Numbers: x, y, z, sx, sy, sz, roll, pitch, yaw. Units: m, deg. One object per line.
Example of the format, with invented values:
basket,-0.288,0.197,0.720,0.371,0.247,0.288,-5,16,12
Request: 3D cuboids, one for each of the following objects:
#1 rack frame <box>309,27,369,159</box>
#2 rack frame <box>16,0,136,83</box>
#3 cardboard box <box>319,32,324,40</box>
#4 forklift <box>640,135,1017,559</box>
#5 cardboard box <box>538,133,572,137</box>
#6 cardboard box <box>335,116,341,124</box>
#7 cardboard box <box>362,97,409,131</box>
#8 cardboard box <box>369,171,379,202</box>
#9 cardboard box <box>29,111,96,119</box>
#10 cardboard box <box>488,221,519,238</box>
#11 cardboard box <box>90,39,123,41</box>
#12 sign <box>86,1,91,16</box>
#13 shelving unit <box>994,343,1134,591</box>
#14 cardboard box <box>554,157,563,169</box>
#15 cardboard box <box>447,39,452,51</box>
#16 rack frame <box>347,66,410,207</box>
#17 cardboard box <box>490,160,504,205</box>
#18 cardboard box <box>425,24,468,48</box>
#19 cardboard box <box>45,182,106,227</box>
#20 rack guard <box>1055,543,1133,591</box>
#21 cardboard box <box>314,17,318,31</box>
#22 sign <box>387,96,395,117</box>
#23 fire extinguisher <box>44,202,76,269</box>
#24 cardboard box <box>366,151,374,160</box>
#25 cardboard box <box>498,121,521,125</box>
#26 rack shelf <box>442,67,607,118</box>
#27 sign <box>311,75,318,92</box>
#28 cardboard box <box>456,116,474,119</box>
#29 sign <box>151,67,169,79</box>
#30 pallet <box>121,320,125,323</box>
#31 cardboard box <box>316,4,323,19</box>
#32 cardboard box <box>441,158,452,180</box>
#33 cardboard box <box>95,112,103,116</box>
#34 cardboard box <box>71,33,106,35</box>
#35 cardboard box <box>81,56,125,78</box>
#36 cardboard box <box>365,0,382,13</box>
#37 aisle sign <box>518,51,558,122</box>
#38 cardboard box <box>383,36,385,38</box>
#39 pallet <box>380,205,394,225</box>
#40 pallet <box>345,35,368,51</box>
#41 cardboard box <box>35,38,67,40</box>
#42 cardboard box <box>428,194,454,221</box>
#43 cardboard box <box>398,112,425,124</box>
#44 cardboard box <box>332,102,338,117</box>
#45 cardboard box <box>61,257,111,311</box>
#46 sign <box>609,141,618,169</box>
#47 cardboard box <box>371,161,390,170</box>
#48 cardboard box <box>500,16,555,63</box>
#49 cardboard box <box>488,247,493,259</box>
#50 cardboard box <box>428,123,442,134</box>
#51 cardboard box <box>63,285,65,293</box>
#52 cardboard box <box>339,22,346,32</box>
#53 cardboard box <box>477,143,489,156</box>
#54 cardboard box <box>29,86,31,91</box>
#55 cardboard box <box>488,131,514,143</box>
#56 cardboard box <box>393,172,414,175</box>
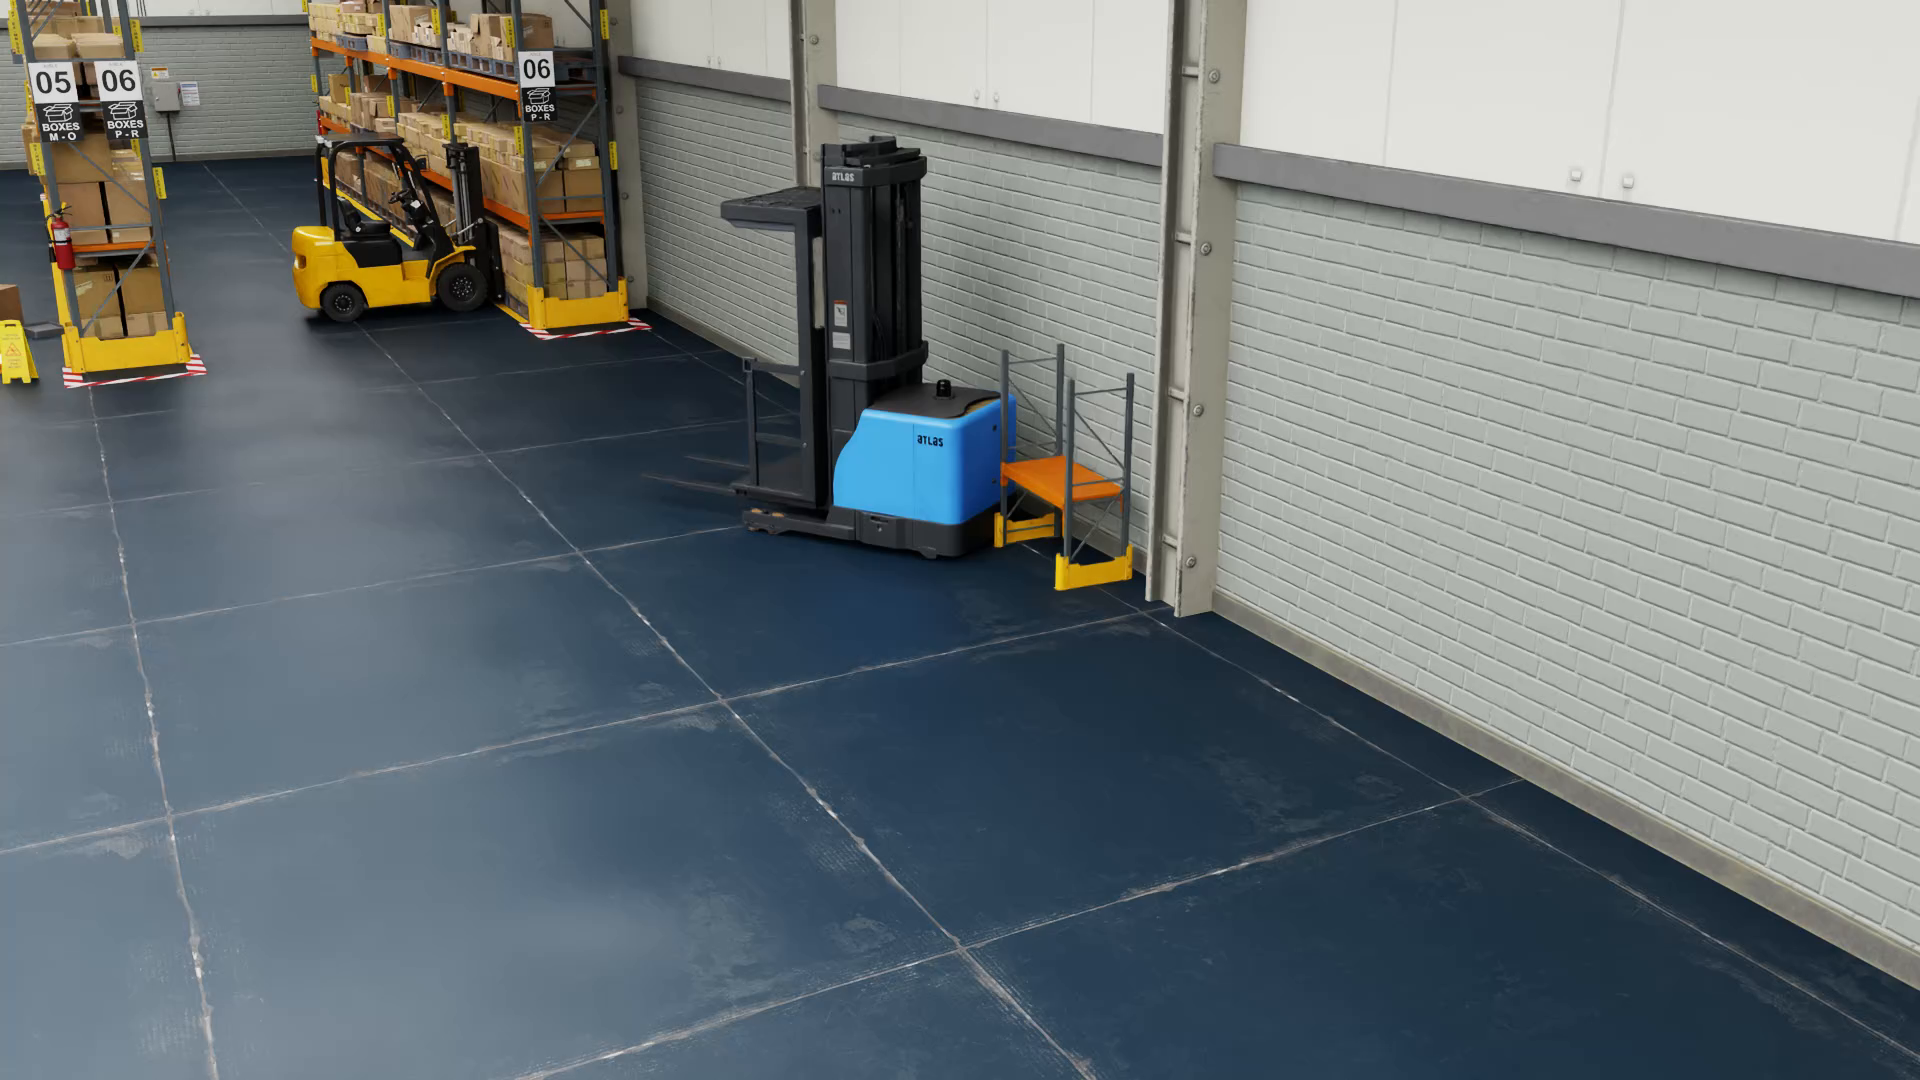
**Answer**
rack frame,-12.256,-8.677,33.180,1.000,3.000,0.127,-10,21,-27
rack frame,-9.025,-6.150,16.659,1.000,3.000,0.127,-10,21,-27
cardboard box,-11.897,-9.540,31.466,0.380,0.149,0.250,-10,21,-27
forklift,-1.105,-1.567,12.679,3.031,2.935,1.130,10,21,26
cardboard box,-5.152,-5.098,21.203,0.380,0.149,0.250,-11,22,-28
cardboard box,-11.631,-7.972,31.520,0.380,0.149,0.250,-9,21,-25
cardboard box,-9.705,-7.227,28.181,0.700,0.500,0.500,-10,21,-27
cardboard box,-10.064,-6.221,29.249,0.500,0.500,0.500,-10,22,-27
cardboard box,-10.906,-4.963,20.274,0.700,0.500,0.500,-10,22,-27
cardboard box,-5.882,-3.975,21.591,0.500,0.250,0.500,-10,22,-28
cardboard box,-9.520,-5.503,18.544,0.380,0.149,0.250,-9,21,-25
sign,-14.250,-8.657,27.248,0.100,0.325,0.005,-10,21,-27
shelving unit,0.740,-0.551,11.929,0.587,1.500,1.083,-8,21,-23
cardboard box,-4.764,-4.637,20.322,0.380,0.149,0.250,-10,21,-27
cardboard box,-6.612,-6.602,22.154,0.380,0.149,0.250,-9,21,-26
rack frame,-10.357,-7.529,29.852,1.000,3.000,0.127,-10,21,-27
cardboard box,-5.605,-4.529,21.006,0.500,0.500,0.500,-10,22,-28
cardboard box,-7.116,-7.024,23.130,0.500,0.311,0.500,-11,22,-28
cardboard box,-9.525,-3.615,17.901,0.500,0.500,0.500,-10,22,-28
rack guard,0.946,0.187,11.705,0.587,0.250,0.087,-8,21,-23
cardboard box,-12.027,-9.853,31.761,0.500,0.250,0.500,-10,21,-26
sign,-8.930,-6.804,26.097,0.100,0.325,0.005,-10,21,-27
fire extinguisher,-9.376,-3.173,17.348,0.296,0.674,0.183,-10,21,-27
cardboard box,-10.367,-6.858,29.646,0.380,0.149,0.250,-10,22,-28
cardboard box,-6.140,-5.682,22.896,0.380,0.149,0.250,-10,21,-27
rack shelf,-5.608,-5.736,21.161,1.077,0.370,4.000,-10,21,-27
sign,-12.734,-9.002,32.795,0.100,0.325,0.005,-10,21,-27
cardboard box,-7.599,-6.384,25.387,0.380,0.149,0.250,-10,21,-27
sign,-17.550,-10.247,36.463,0.339,0.242,0.001,-10,21,-27
pallet,-9.991,-2.606,19.861,1.003,0.211,1.213,-10,21,-27
cardboard box,-11.791,-9.944,31.260,0.500,0.250,0.500,-10,22,-27
cardboard box,-7.027,-5.266,23.523,0.500,0.250,0.500,-9,21,-25
cardboard box,-11.443,-5.641,22.134,0.380,0.149,0.250,-9,21,-24
cardboard box,-10.582,-6.082,20.221,0.380,0.149,0.250,-9,21,-26
cardboard box,-9.260,-5.134,18.086,0.500,0.250,0.500,-10,22,-27
cardboard box,-10.151,-9.333,28.979,0.396,0.266,0.258,-10,22,-27
aisle sign,-4.886,-5.249,19.258,0.394,0.787,0.004,-10,21,-27
cardboard box,-8.943,-8.058,26.406,0.380,0.149,0.250,-11,22,-28
pallet,-9.354,-5.632,28.631,1.003,0.211,1.213,-10,21,-27
pallet,-9.614,-8.363,27.958,1.213,0.211,1.003,-10,21,-27
cardboard box,-10.251,-5.564,18.722,0.380,0.149,0.250,-10,21,-26
cardboard box,-7.536,-4.896,25.218,0.875,0.625,0.625,-11,22,-29
cardboard box,-8.565,-6.598,26.005,0.380,0.149,0.250,-9,21,-25
cardboard box,-11.533,-8.142,31.402,0.500,0.250,0.500,-11,22,-28
cardboard box,-9.886,-2.906,18.877,0.500,0.500,0.500,-9,21,-25
sign,-4.167,-4.615,19.959,0.100,0.325,0.005,-10,21,-27
cardboard box,-10.221,-6.641,29.472,0.380,0.149,0.250,-11,22,-28
cardboard box,-5.083,-5.885,19.537,0.500,0.500,0.500,-9,21,-25
cardboard box,-5.891,-3.745,21.692,0.500,0.250,0.500,-10,21,-27
cardboard box,-7.548,-6.012,24.309,0.380,0.149,0.250,-10,21,-26
cardboard box,-10.882,-3.150,20.733,0.500,0.250,0.500,-11,22,-29
cardboard box,-10.473,-8.847,28.661,0.380,0.149,0.250,-10,21,-26
cardboard box,-6.056,-5.082,21.613,0.380,0.149,0.250,-11,22,-28
cardboard box,-10.209,-5.107,18.618,0.380,0.149,0.250,-10,22,-27
cardboard box,-5.852,-5.163,21.392,0.380,0.149,0.250,-10,21,-26
cardboard box,-9.243,-6.046,27.747,0.380,0.149,0.250,-9,21,-25
